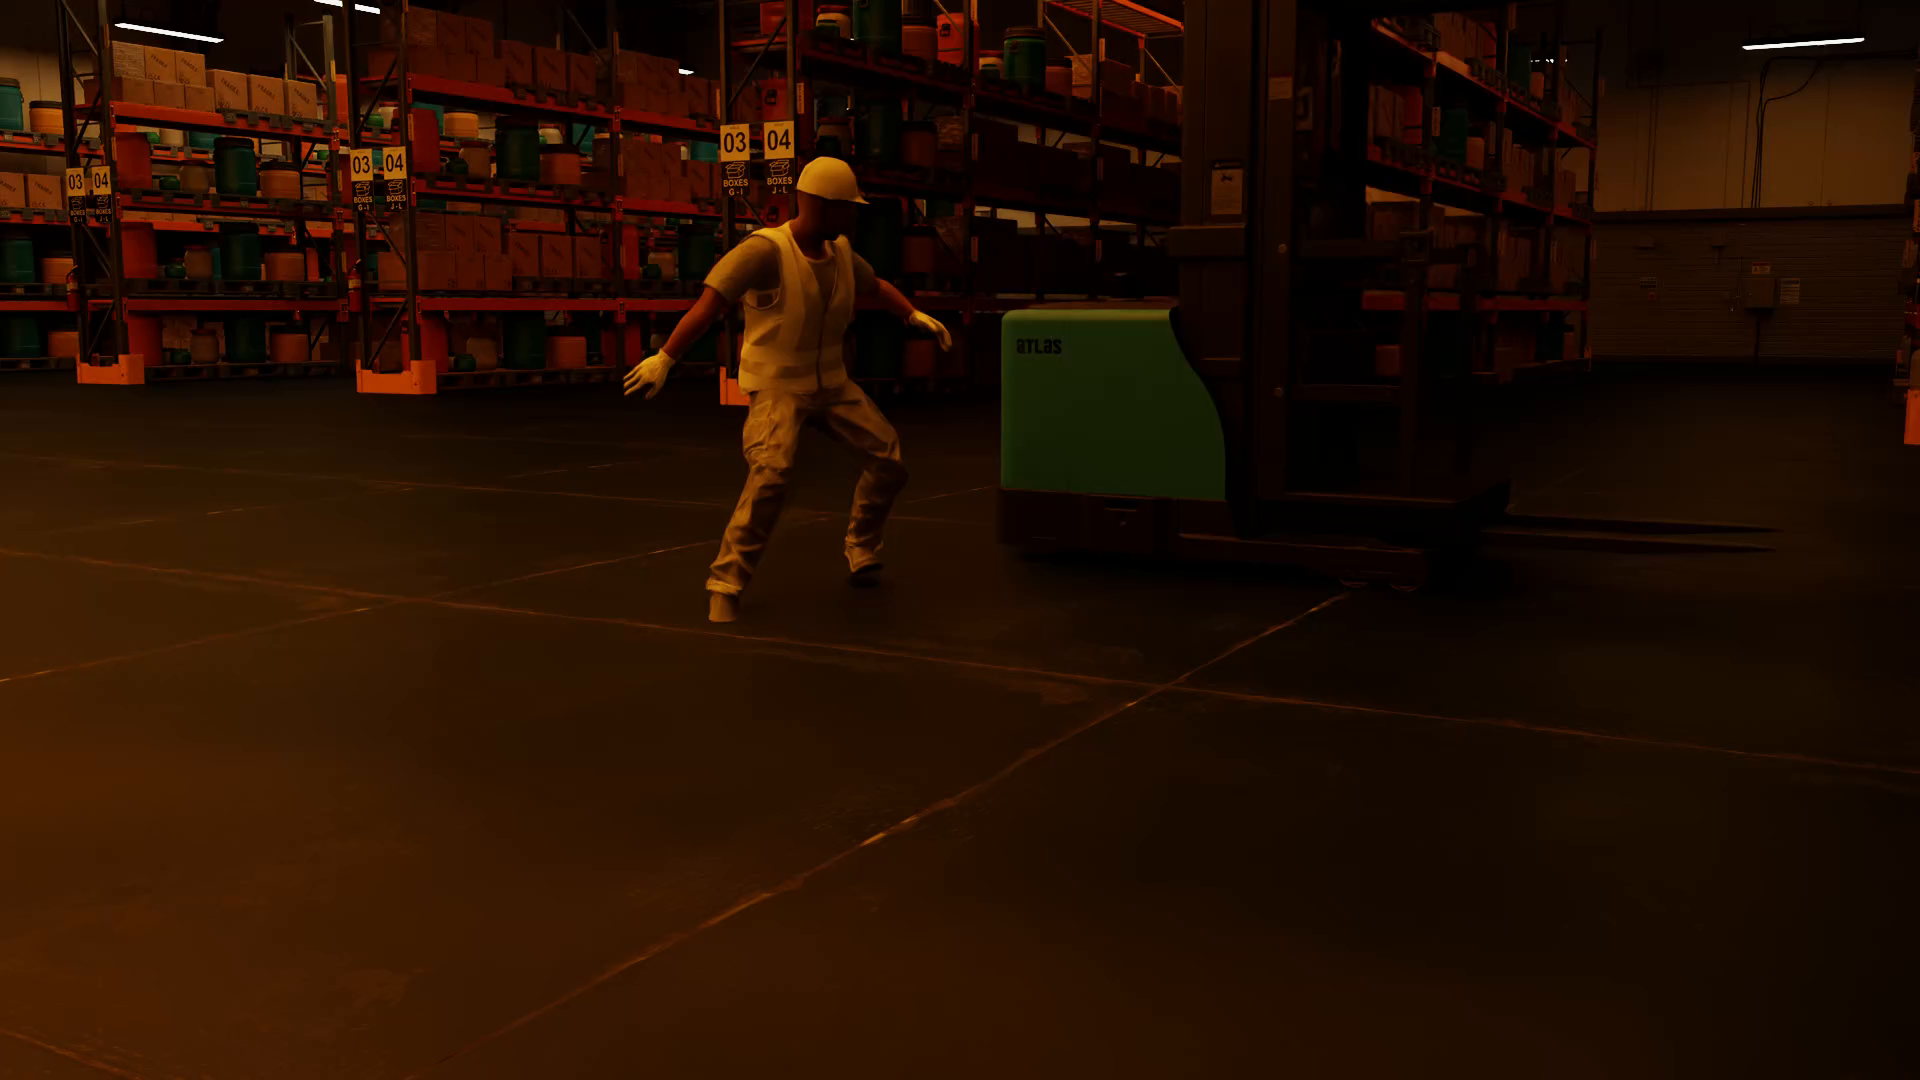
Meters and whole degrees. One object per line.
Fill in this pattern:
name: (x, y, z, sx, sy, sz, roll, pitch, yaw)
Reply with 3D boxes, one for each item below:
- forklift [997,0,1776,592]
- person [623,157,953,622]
forklift: (1.706, -1.335, 6.764, 3.031, 2.935, 1.130, 4, 9, 28)
person: (-0.609, -0.522, 6.125, 1.147, 1.731, 0.583, -8, 11, -43)
